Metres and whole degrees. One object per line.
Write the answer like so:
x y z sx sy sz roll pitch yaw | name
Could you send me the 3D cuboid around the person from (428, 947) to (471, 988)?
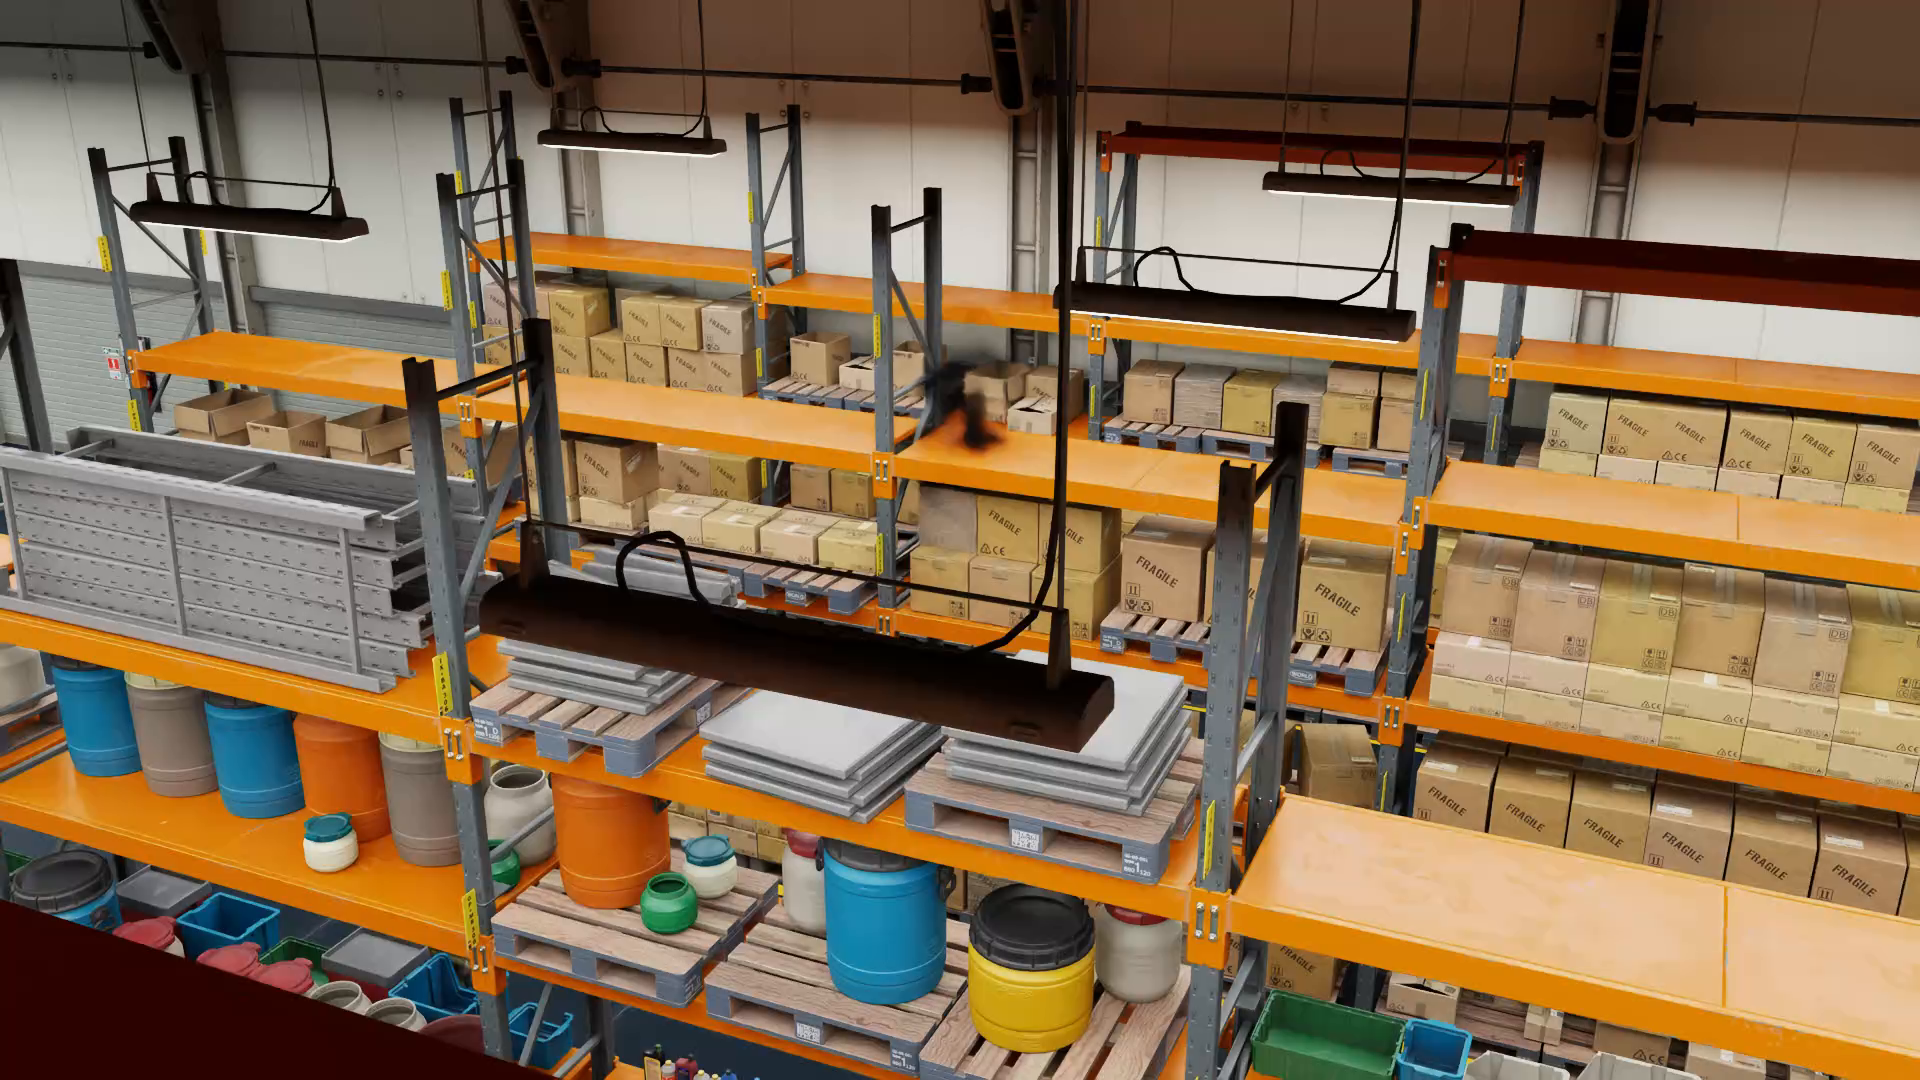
-4.112 2.872 12.590 0.756 1.743 0.711 4 21 11 | person
